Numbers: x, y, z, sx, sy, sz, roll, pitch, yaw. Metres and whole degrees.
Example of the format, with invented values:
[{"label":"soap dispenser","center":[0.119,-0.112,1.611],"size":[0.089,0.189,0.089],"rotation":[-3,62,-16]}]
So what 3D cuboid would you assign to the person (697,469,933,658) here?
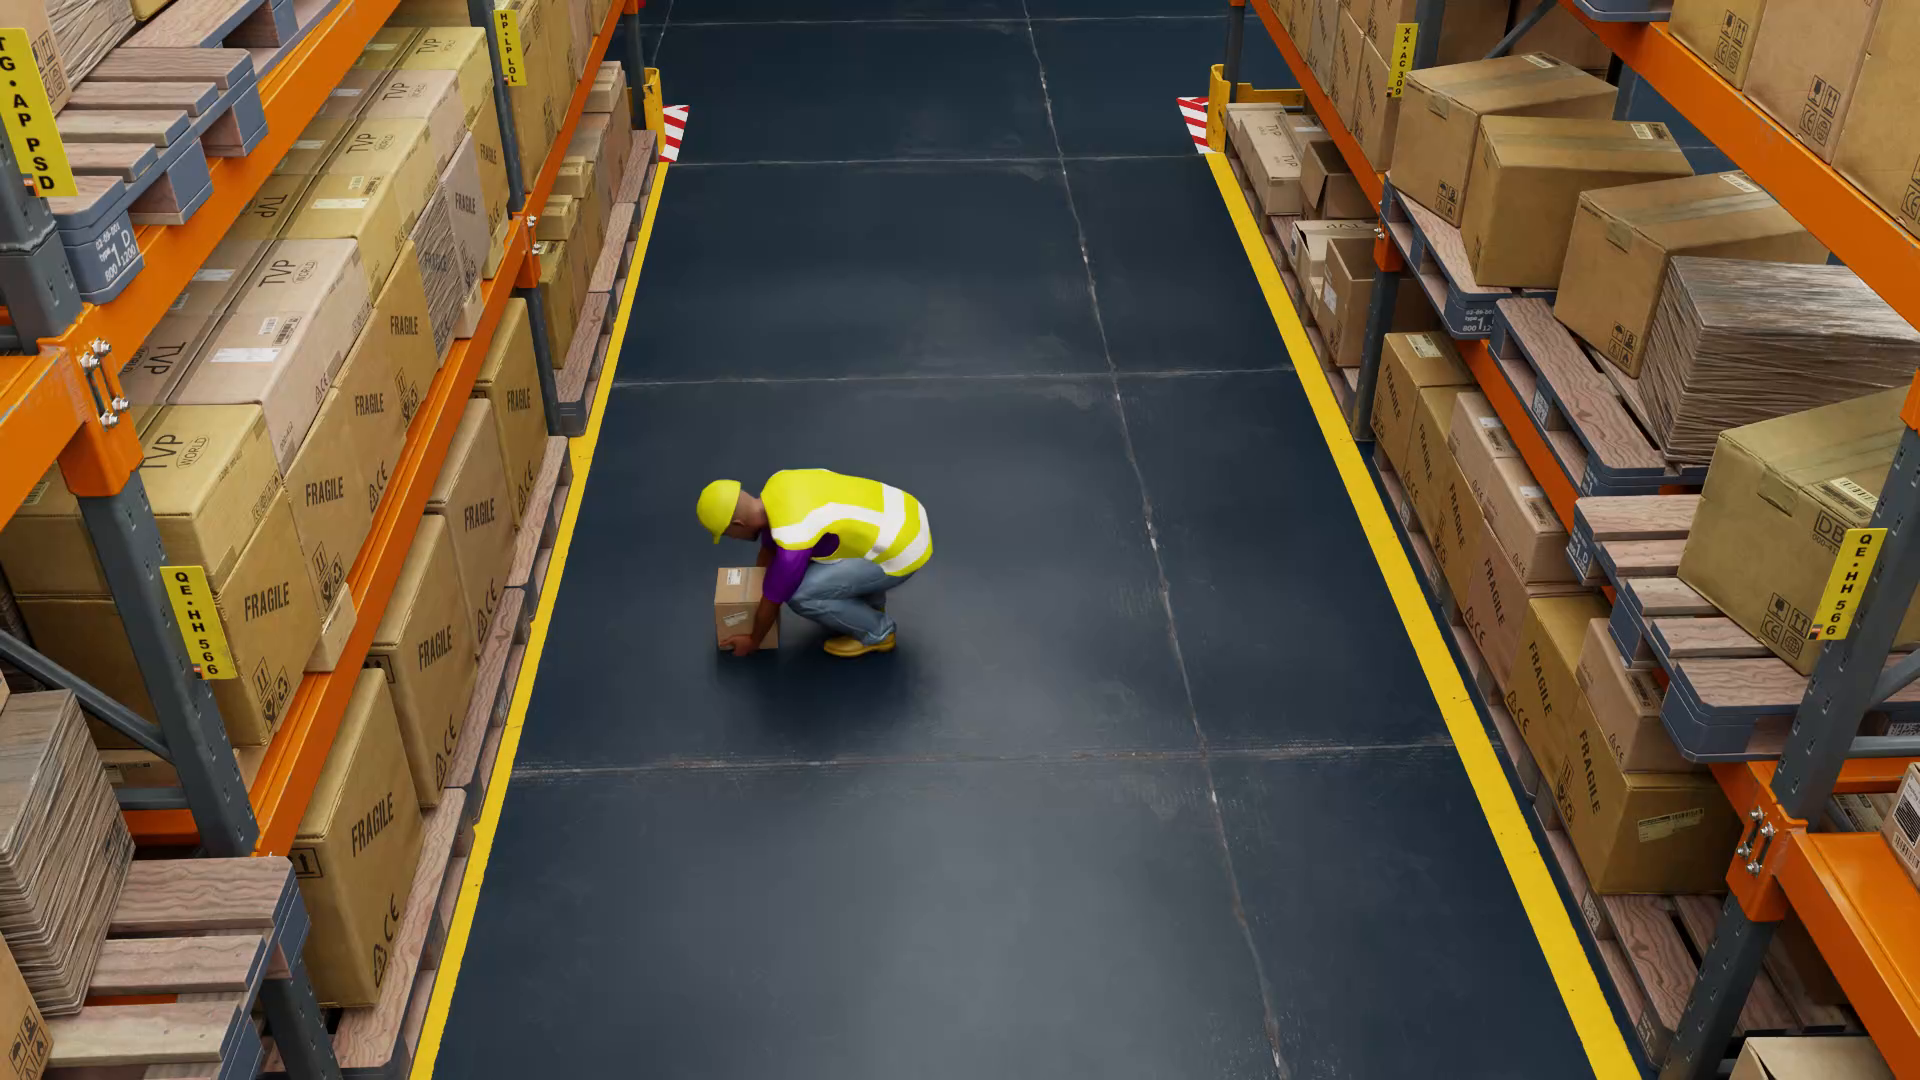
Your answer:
[{"label":"person","center":[-0.586,0.100,6.882],"size":[0.944,0.861,0.531],"rotation":[-2,35,-3]}]
